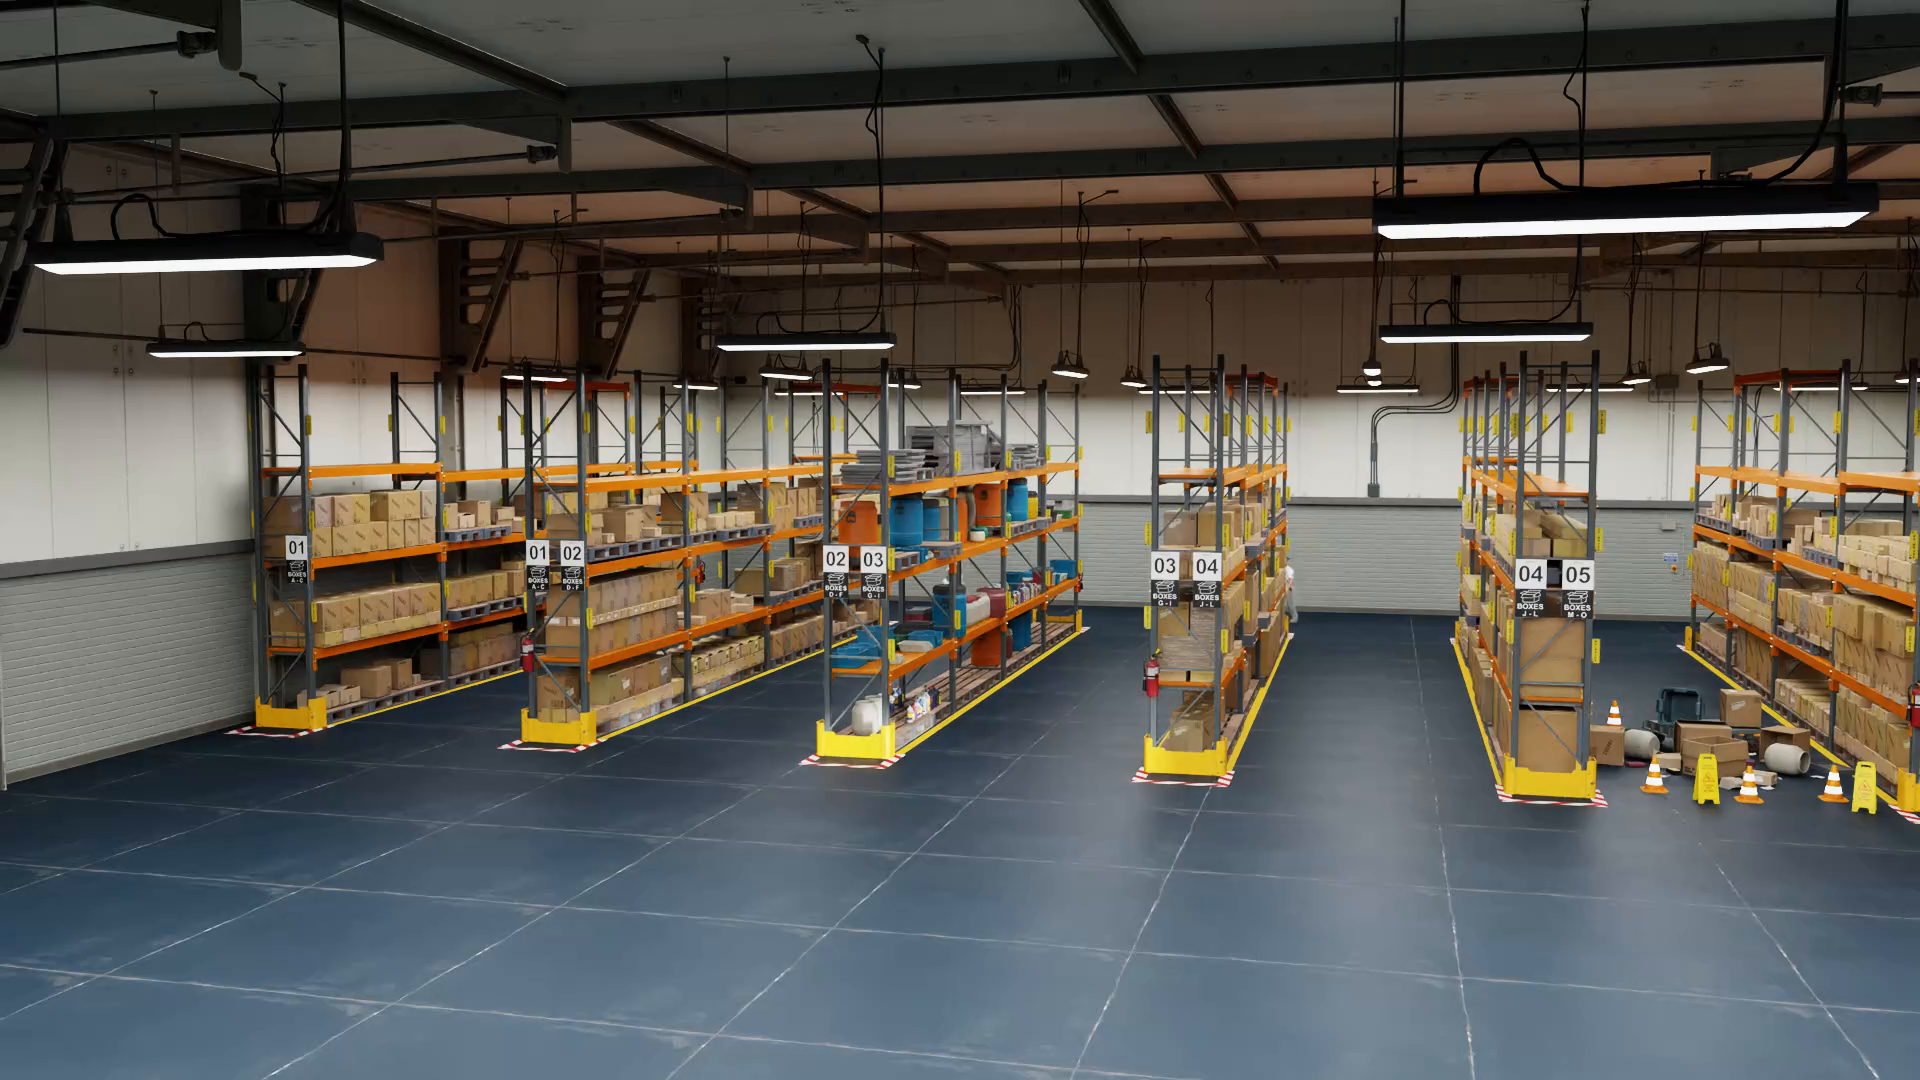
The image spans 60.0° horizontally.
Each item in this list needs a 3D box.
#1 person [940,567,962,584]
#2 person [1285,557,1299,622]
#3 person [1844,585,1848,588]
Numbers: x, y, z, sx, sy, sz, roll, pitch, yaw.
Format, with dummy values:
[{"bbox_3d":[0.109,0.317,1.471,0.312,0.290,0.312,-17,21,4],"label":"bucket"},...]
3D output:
[{"bbox_3d":[-0.208,1.465,38.677,0.606,1.725,1.045,1,4,12],"label":"person"},{"bbox_3d":[8.096,1.248,41.689,1.061,1.714,0.565,-3,5,-41],"label":"person"},{"bbox_3d":[18.566,1.719,35.041,0.560,1.540,0.867,3,5,33],"label":"person"}]
